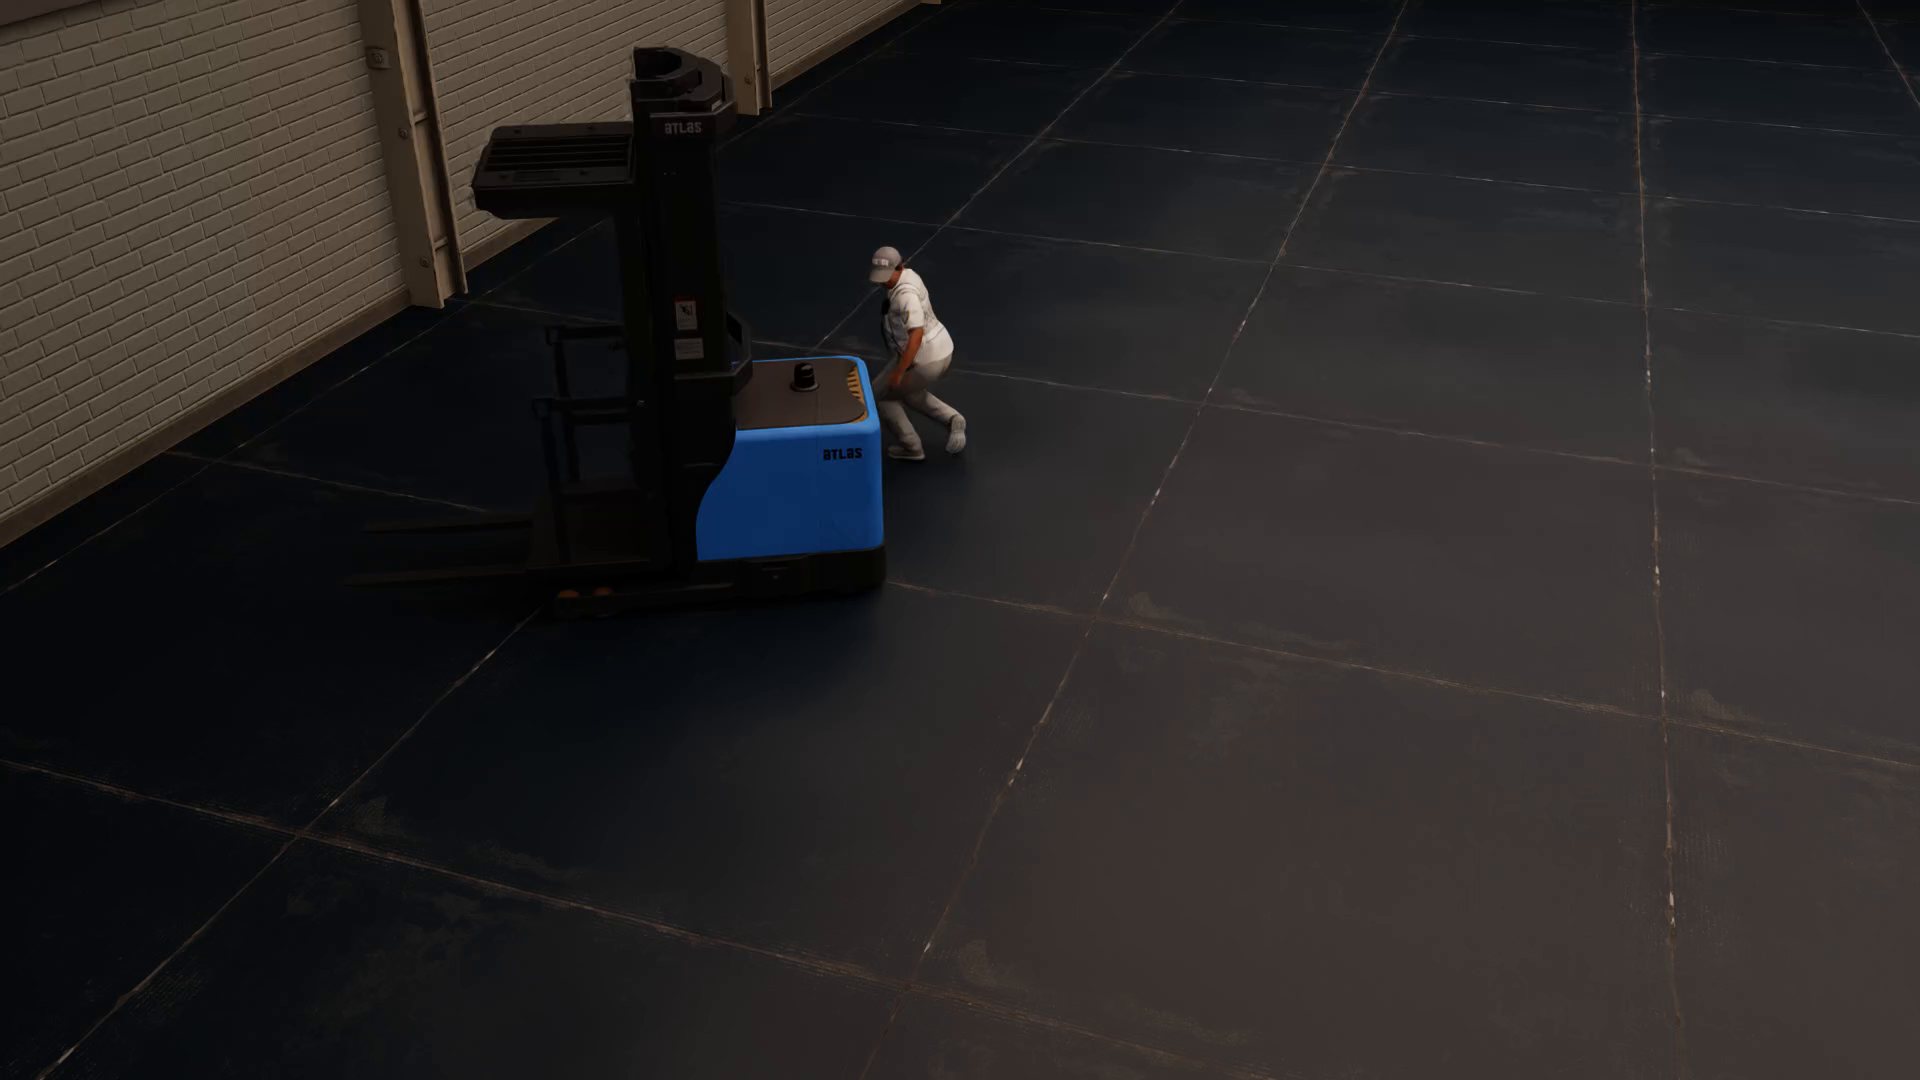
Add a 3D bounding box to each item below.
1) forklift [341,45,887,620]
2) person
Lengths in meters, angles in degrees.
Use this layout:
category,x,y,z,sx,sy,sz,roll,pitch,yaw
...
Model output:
category,x,y,z,sx,sy,sz,roll,pitch,yaw
forklift,-1.983,-1.105,9.074,3.031,2.935,1.130,-4,30,-7
person,-0.275,-1.208,10.777,0.621,1.459,0.757,9,31,15
